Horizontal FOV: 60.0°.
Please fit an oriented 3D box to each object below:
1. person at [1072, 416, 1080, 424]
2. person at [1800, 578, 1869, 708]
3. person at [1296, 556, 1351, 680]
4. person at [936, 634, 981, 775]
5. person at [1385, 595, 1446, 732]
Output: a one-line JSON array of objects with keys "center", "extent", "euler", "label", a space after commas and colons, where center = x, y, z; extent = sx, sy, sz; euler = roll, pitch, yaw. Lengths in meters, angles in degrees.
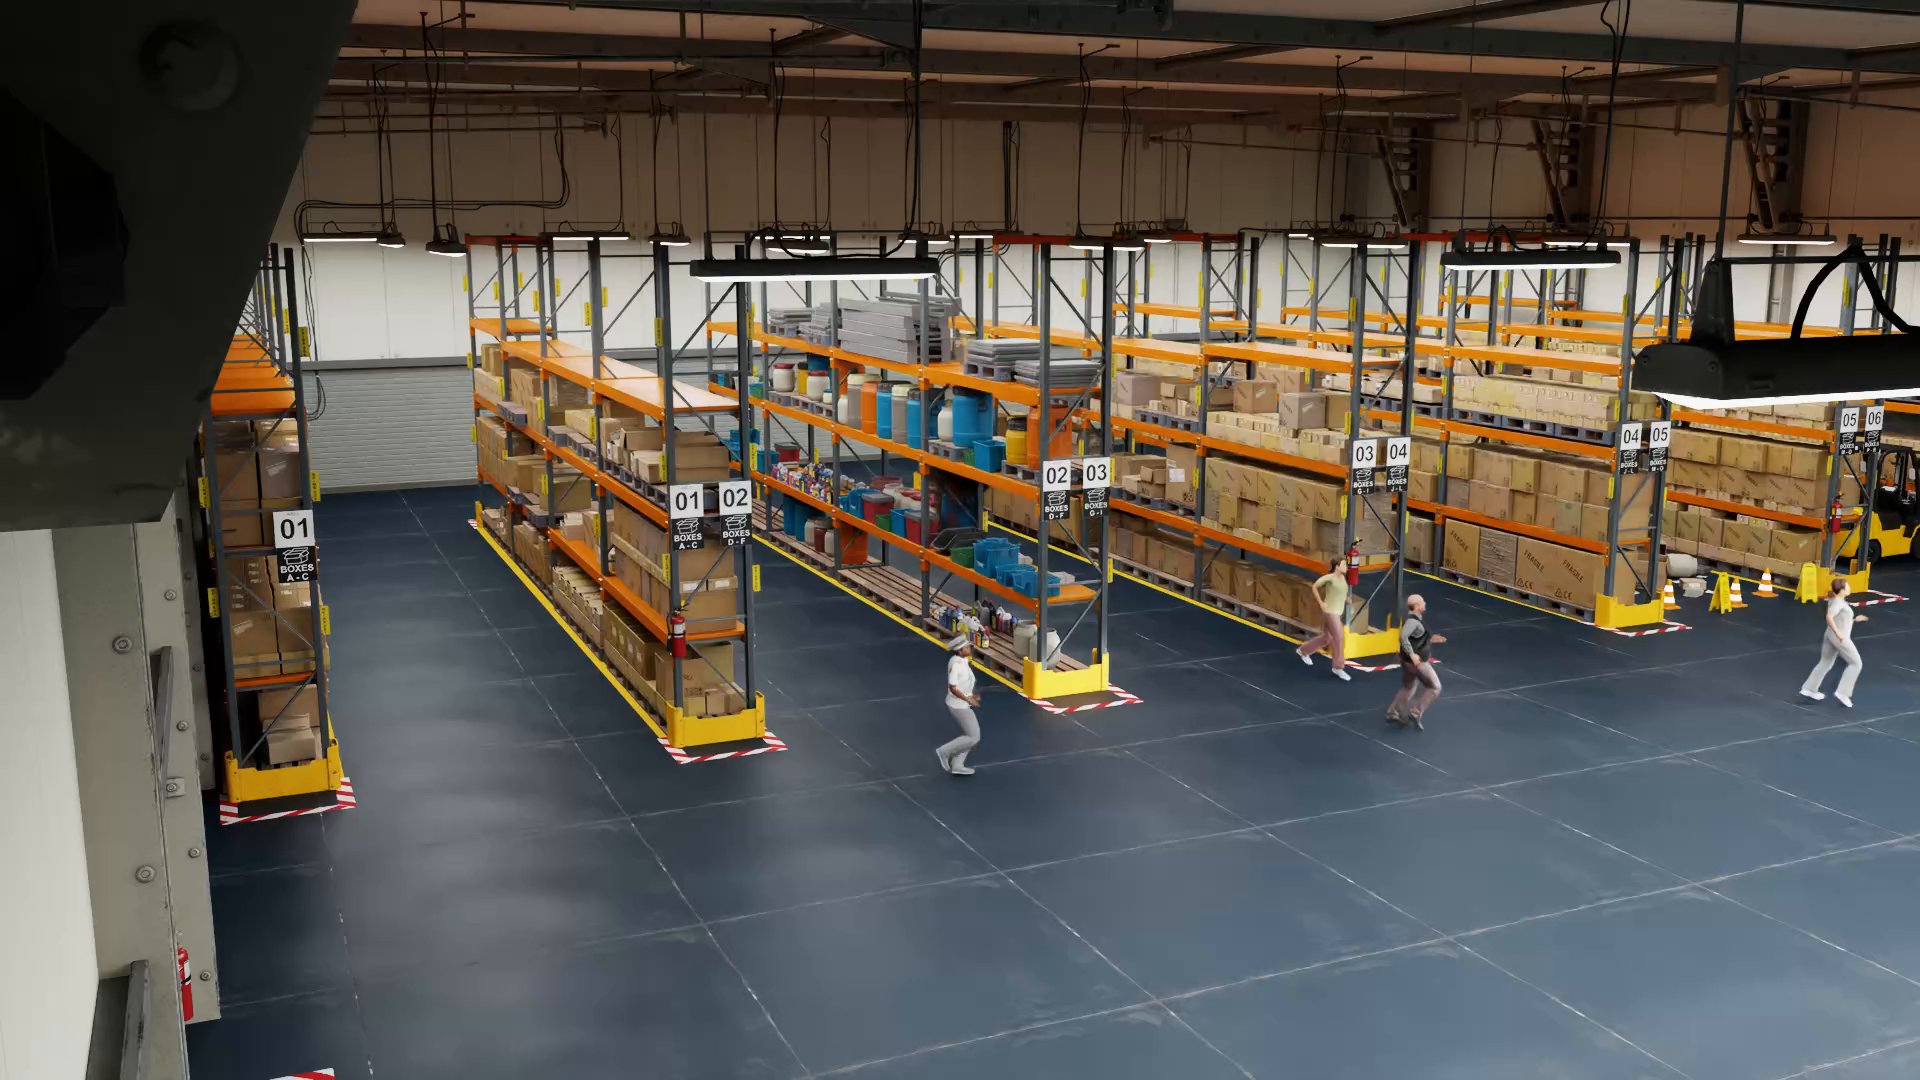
[{"center": [2.674, -2.066, 39.275], "extent": [0.775, 1.756, 0.660], "euler": [-1, 11, -7], "label": "person"}, {"center": [11.492, 1.346, 21.809], "extent": [0.738, 1.721, 0.531], "euler": [1, 11, 6], "label": "person"}, {"center": [5.237, 1.041, 23.450], "extent": [0.932, 1.662, 0.602], "euler": [9, 14, 40], "label": "person"}, {"center": [-0.012, 1.885, 19.063], "extent": [0.549, 1.654, 0.556], "euler": [-1, 11, -5], "label": "person"}, {"center": [5.696, 1.531, 20.738], "extent": [0.703, 1.726, 0.630], "euler": [0, 11, 1], "label": "person"}]
